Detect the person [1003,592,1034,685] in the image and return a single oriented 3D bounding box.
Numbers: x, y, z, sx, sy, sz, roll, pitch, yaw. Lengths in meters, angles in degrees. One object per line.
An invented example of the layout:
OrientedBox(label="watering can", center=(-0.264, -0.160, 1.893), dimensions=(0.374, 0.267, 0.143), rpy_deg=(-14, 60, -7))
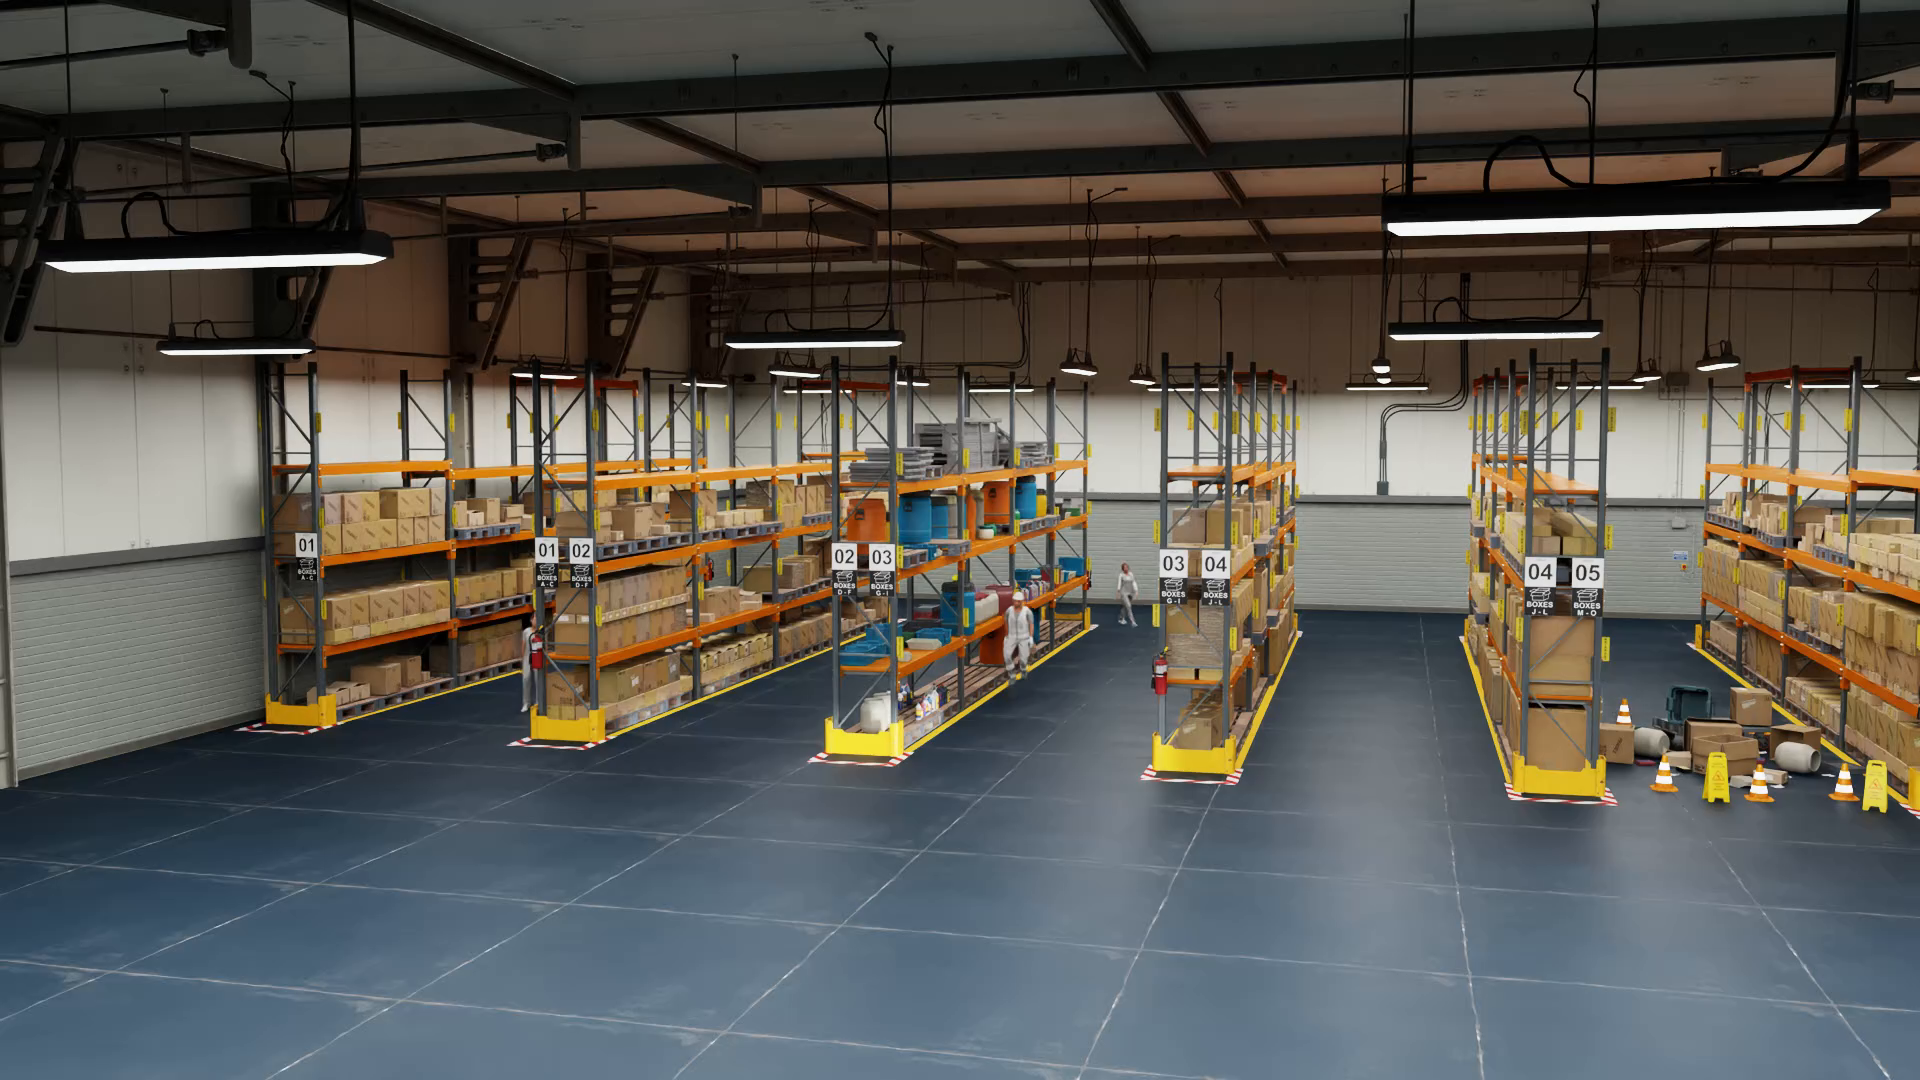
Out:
OrientedBox(label="person", center=(1.077, 1.781, 30.414), dimensions=(0.582, 1.678, 0.636), rpy_deg=(1, 4, 13))

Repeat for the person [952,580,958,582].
OrientedBox(label="person", center=(-0.014, 1.602, 36.766), dimensions=(0.713, 1.631, 0.692), rpy_deg=(2, 4, 26))

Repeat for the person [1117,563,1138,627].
OrientedBox(label="person", center=(4.147, 1.331, 40.825), dimensions=(0.425, 1.529, 0.952), rpy_deg=(-2, 5, -30))

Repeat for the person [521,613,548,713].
OrientedBox(label="person", center=(-7.462, 2.132, 29.093), dimensions=(0.462, 1.687, 0.690), rpy_deg=(0, 4, -6))
